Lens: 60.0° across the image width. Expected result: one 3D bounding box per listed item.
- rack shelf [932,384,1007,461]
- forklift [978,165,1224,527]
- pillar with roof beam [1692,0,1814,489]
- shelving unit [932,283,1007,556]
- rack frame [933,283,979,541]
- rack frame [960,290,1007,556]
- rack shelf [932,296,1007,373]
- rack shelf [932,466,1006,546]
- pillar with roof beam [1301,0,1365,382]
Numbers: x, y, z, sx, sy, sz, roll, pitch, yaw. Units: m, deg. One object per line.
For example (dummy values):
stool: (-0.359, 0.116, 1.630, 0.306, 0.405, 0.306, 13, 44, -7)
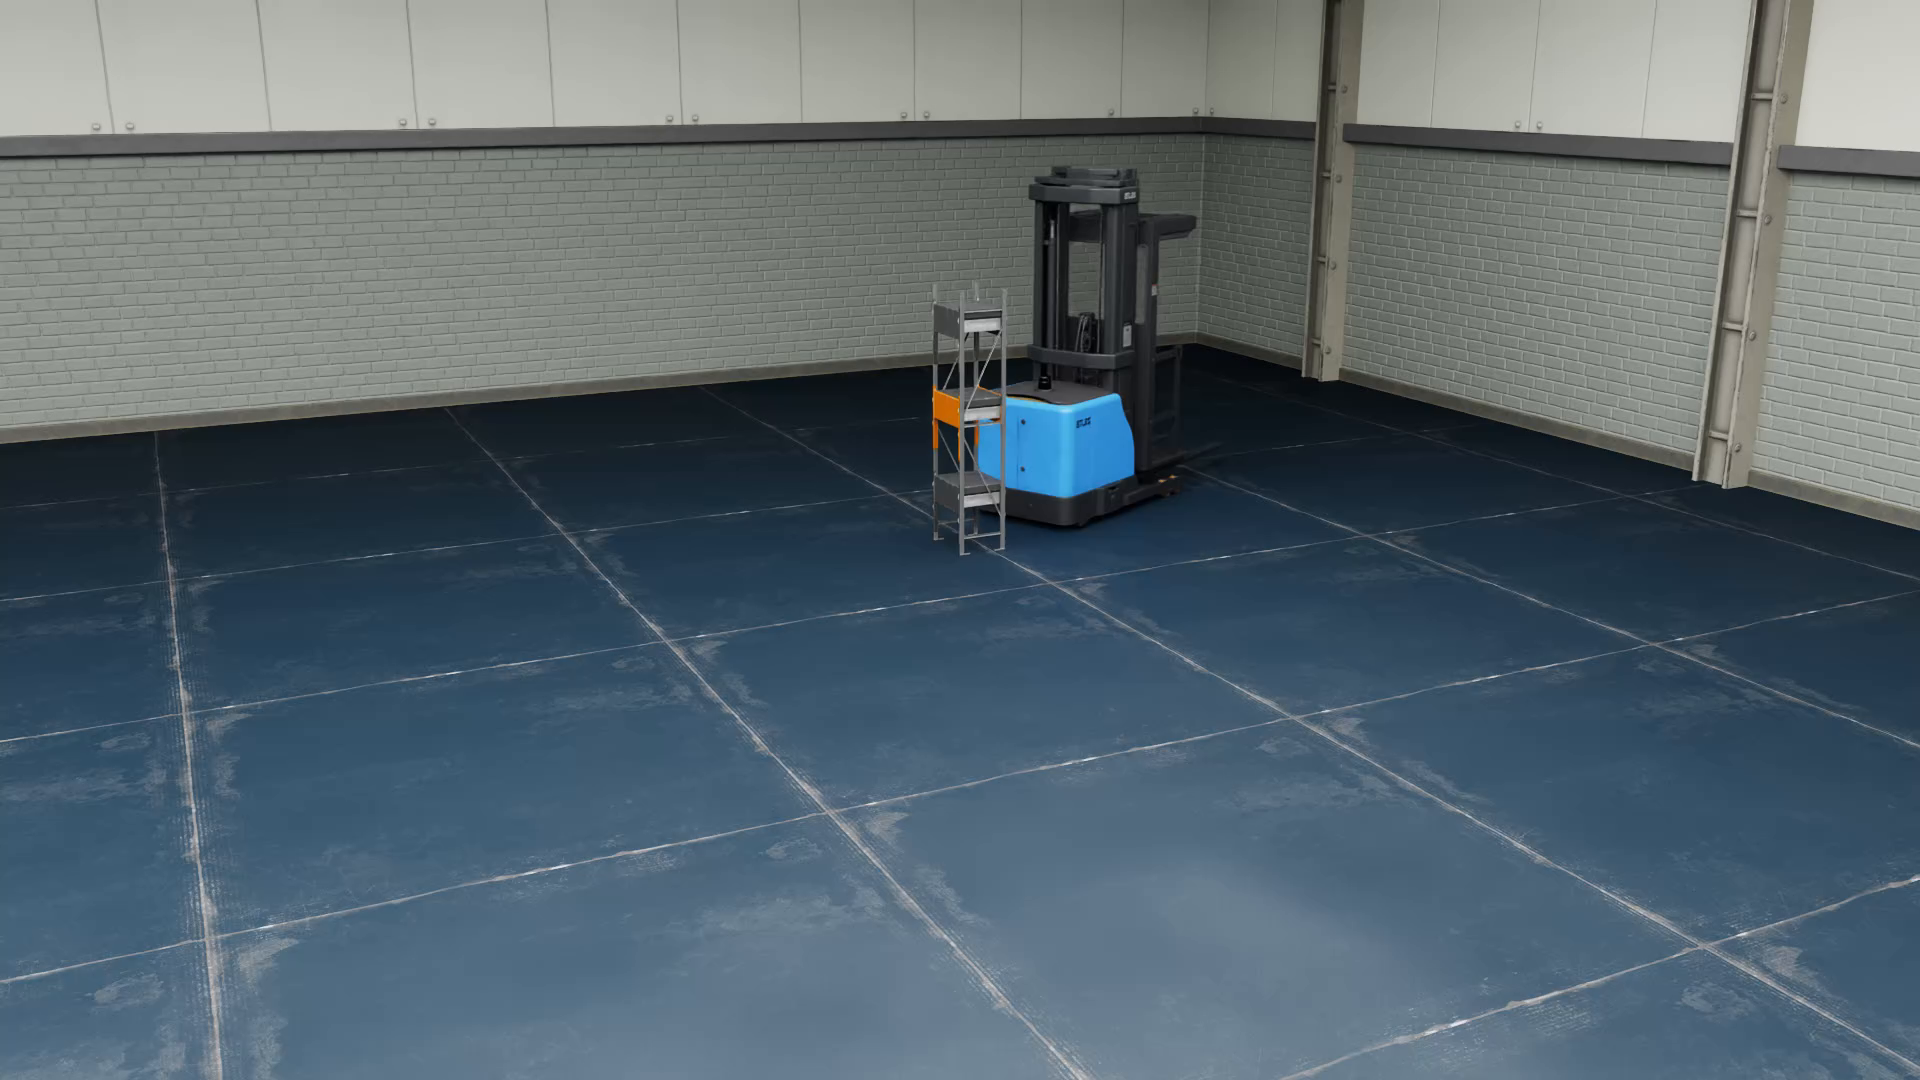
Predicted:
rack shelf: (0.072, -0.955, 13.322, 0.431, 0.518, 0.480, -8, 18, -25)
forklift: (1.399, -1.867, 14.944, 1.130, 2.935, 3.031, 12, 20, 36)
pillar with roof beam: (3.276, -4.345, 12.578, 9.100, 9.000, 0.400, -8, 18, -25)
shelving unit: (0.072, -0.968, 13.318, 0.431, 2.100, 0.503, -8, 18, -25)
rack frame: (-0.034, -1.029, 13.529, 0.400, 2.100, 0.015, -8, 18, -25)
rack frame: (0.179, -0.908, 13.107, 0.400, 2.100, 0.015, -8, 18, -25)
rack shelf: (0.072, -1.628, 13.129, 0.431, 0.518, 0.480, -8, 18, -25)
rack shelf: (0.073, -0.282, 13.515, 0.431, 0.518, 0.480, -8, 18, -25)
pillar with roof beam: (0.648, -5.833, 17.763, 9.100, 9.000, 0.400, -8, 18, -25)
